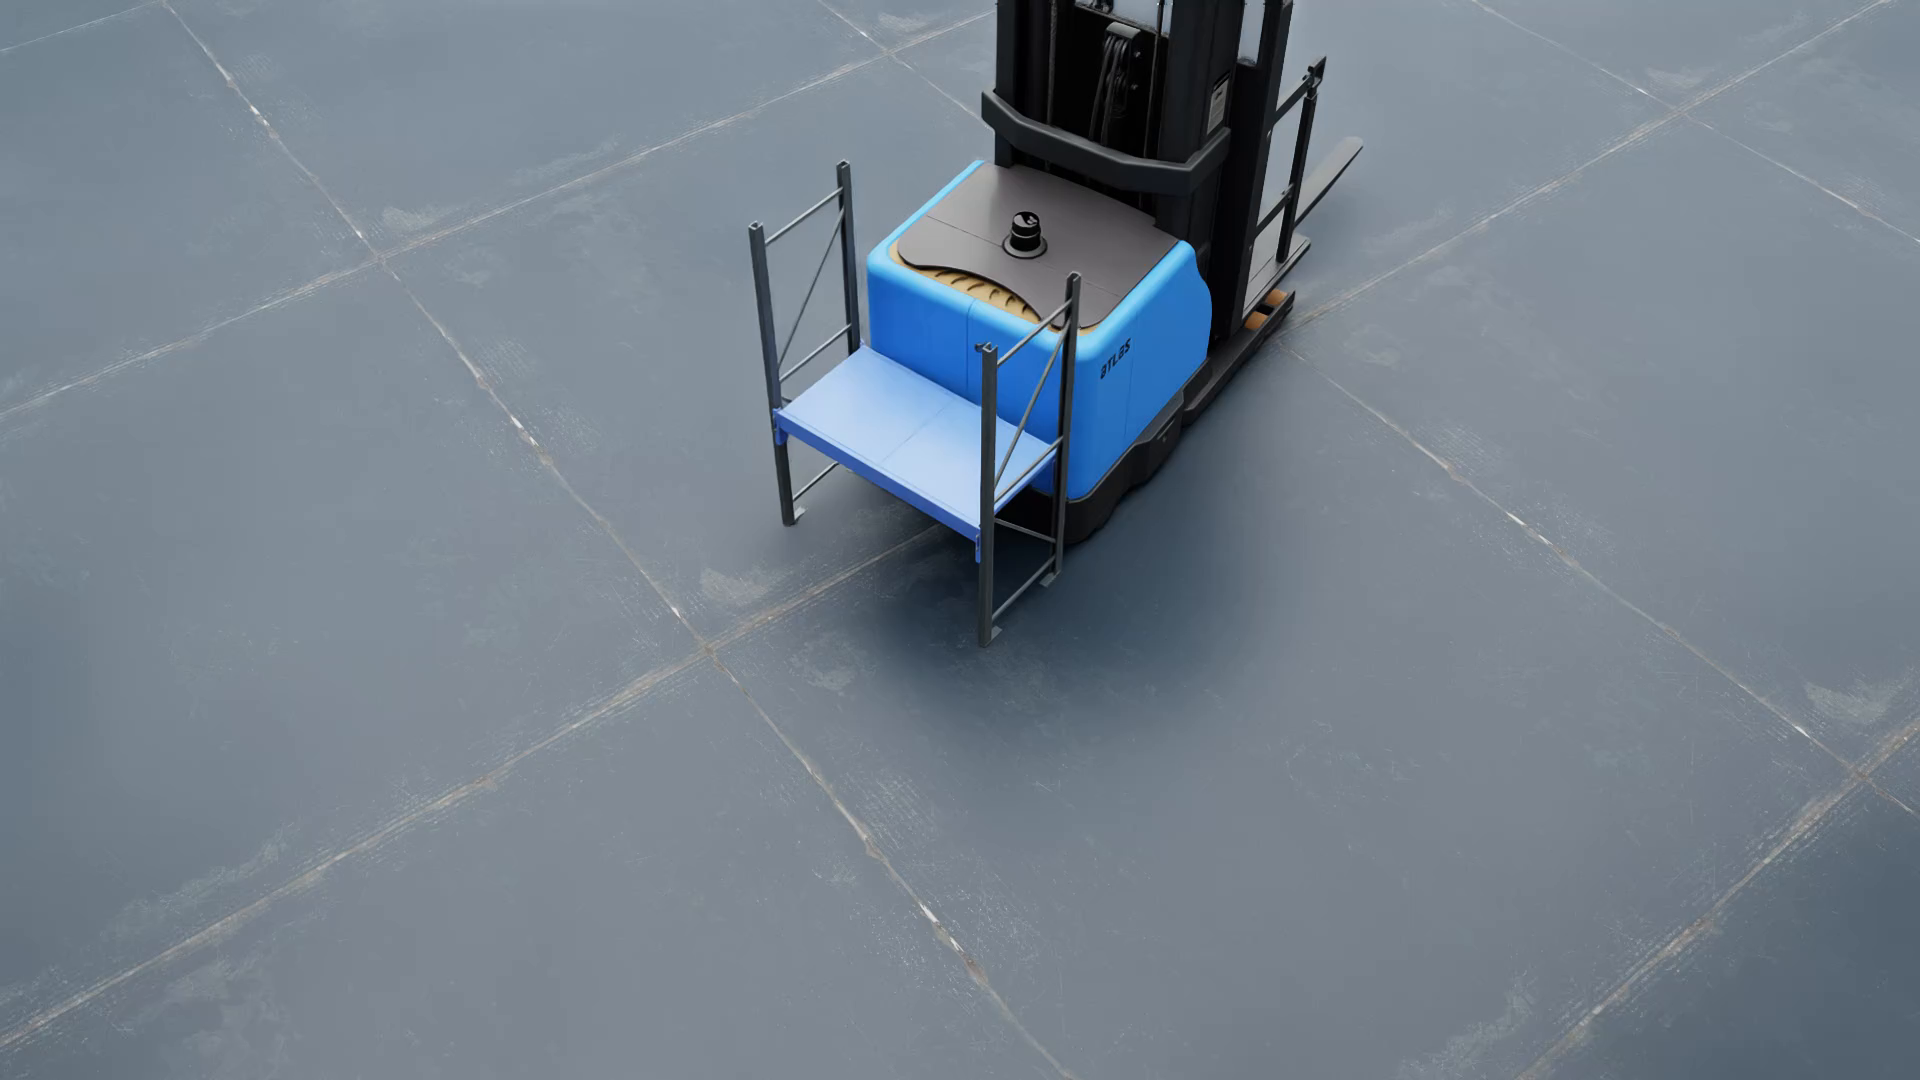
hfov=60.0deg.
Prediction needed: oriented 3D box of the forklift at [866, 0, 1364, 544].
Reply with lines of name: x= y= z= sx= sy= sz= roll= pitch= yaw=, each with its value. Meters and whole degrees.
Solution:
forklift: x=0.874 y=-2.034 z=6.614 sx=1.130 sy=2.935 sz=3.031 roll=27 pitch=53 yaw=22

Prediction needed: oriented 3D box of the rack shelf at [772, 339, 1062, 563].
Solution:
rack shelf: x=-0.162 y=-0.354 z=6.301 sx=1.000 sy=0.185 sz=0.538 roll=30 pitch=55 yaw=25

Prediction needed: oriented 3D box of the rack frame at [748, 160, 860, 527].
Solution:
rack frame: x=-0.560 y=-0.709 z=6.379 sx=0.032 sy=1.500 sz=0.500 roll=30 pitch=55 yaw=25

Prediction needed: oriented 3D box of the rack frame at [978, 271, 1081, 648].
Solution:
rack frame: x=0.237 y=-0.241 z=5.955 sx=0.032 sy=1.500 sz=0.500 roll=30 pitch=55 yaw=25

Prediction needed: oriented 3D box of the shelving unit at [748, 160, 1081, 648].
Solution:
shelving unit: x=-0.162 y=-0.475 z=6.167 sx=1.048 sy=1.500 sz=0.538 roll=30 pitch=55 yaw=25
